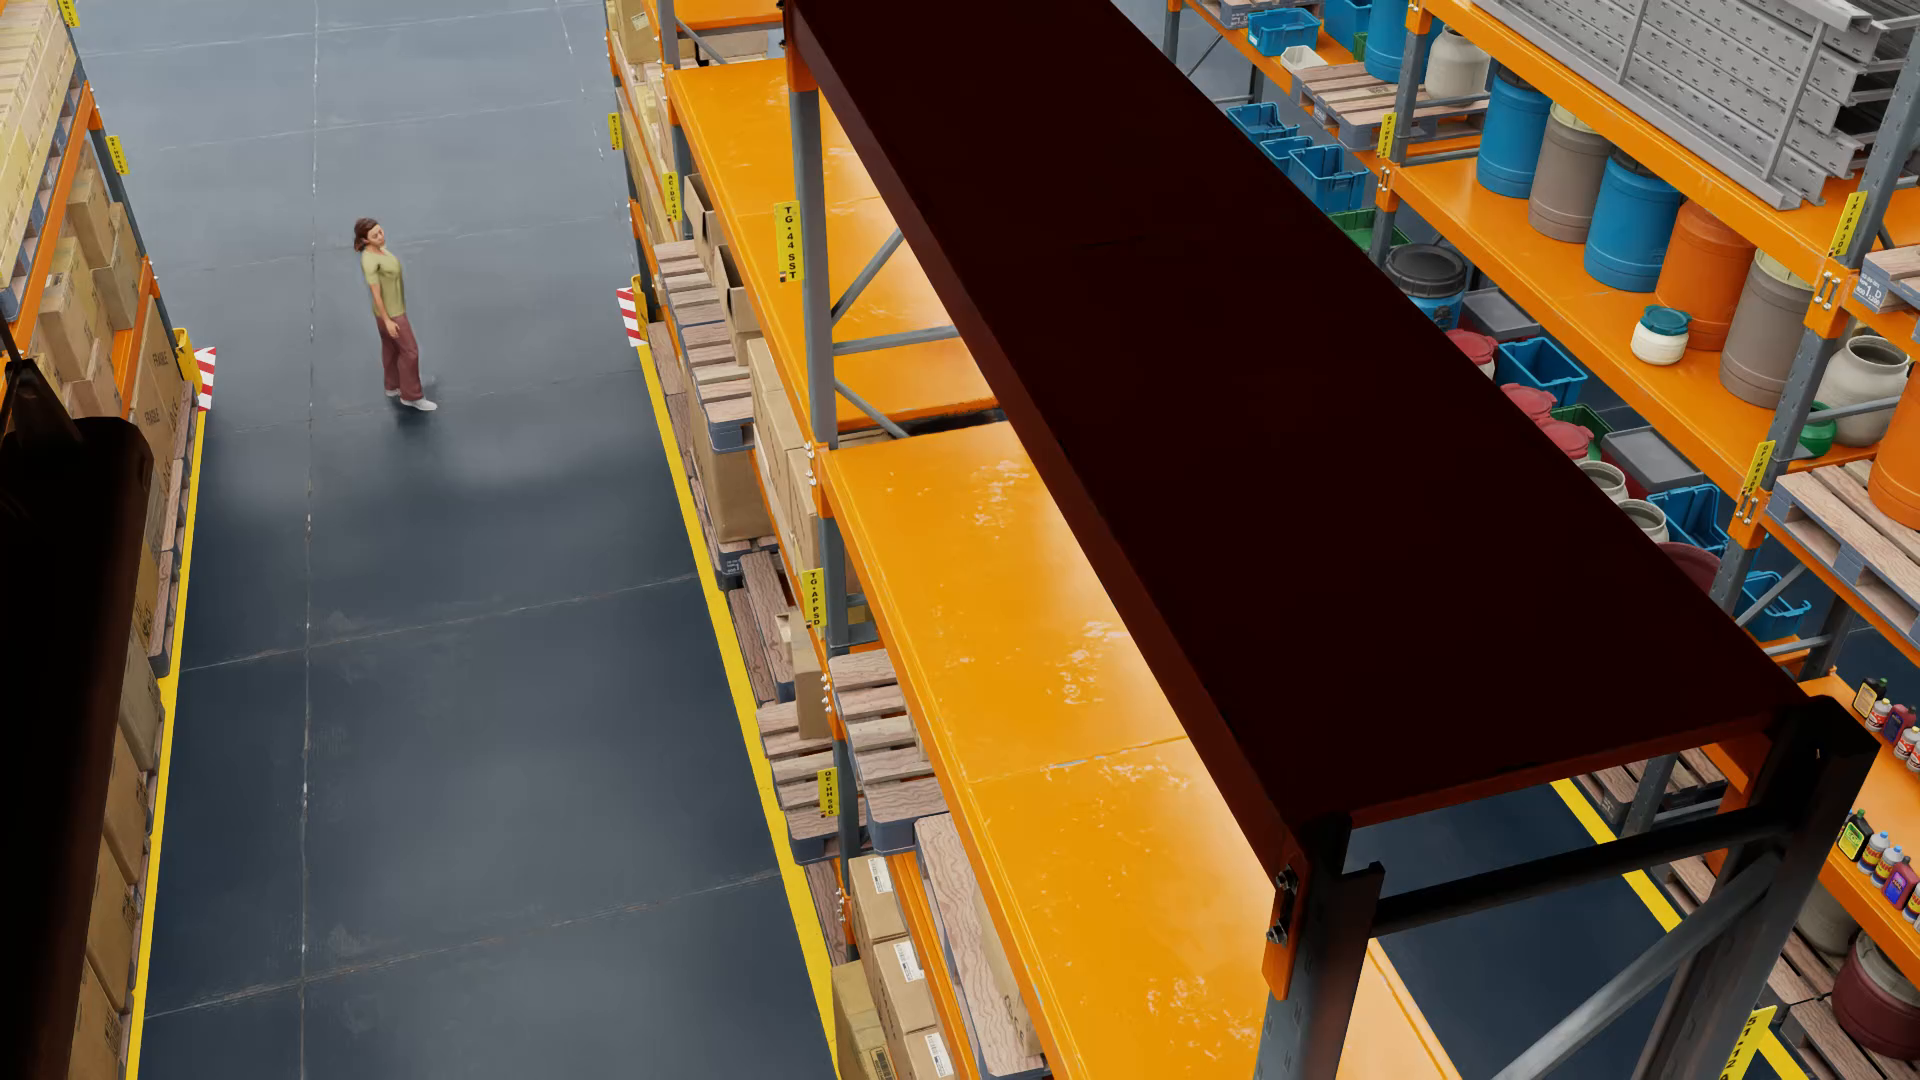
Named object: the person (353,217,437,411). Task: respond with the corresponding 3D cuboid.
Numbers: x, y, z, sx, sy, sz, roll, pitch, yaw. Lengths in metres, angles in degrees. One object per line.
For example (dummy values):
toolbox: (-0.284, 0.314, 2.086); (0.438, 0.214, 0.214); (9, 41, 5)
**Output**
person: (-4.738, -1.862, 13.834); (0.393, 1.704, 0.597); (-14, 41, -17)
